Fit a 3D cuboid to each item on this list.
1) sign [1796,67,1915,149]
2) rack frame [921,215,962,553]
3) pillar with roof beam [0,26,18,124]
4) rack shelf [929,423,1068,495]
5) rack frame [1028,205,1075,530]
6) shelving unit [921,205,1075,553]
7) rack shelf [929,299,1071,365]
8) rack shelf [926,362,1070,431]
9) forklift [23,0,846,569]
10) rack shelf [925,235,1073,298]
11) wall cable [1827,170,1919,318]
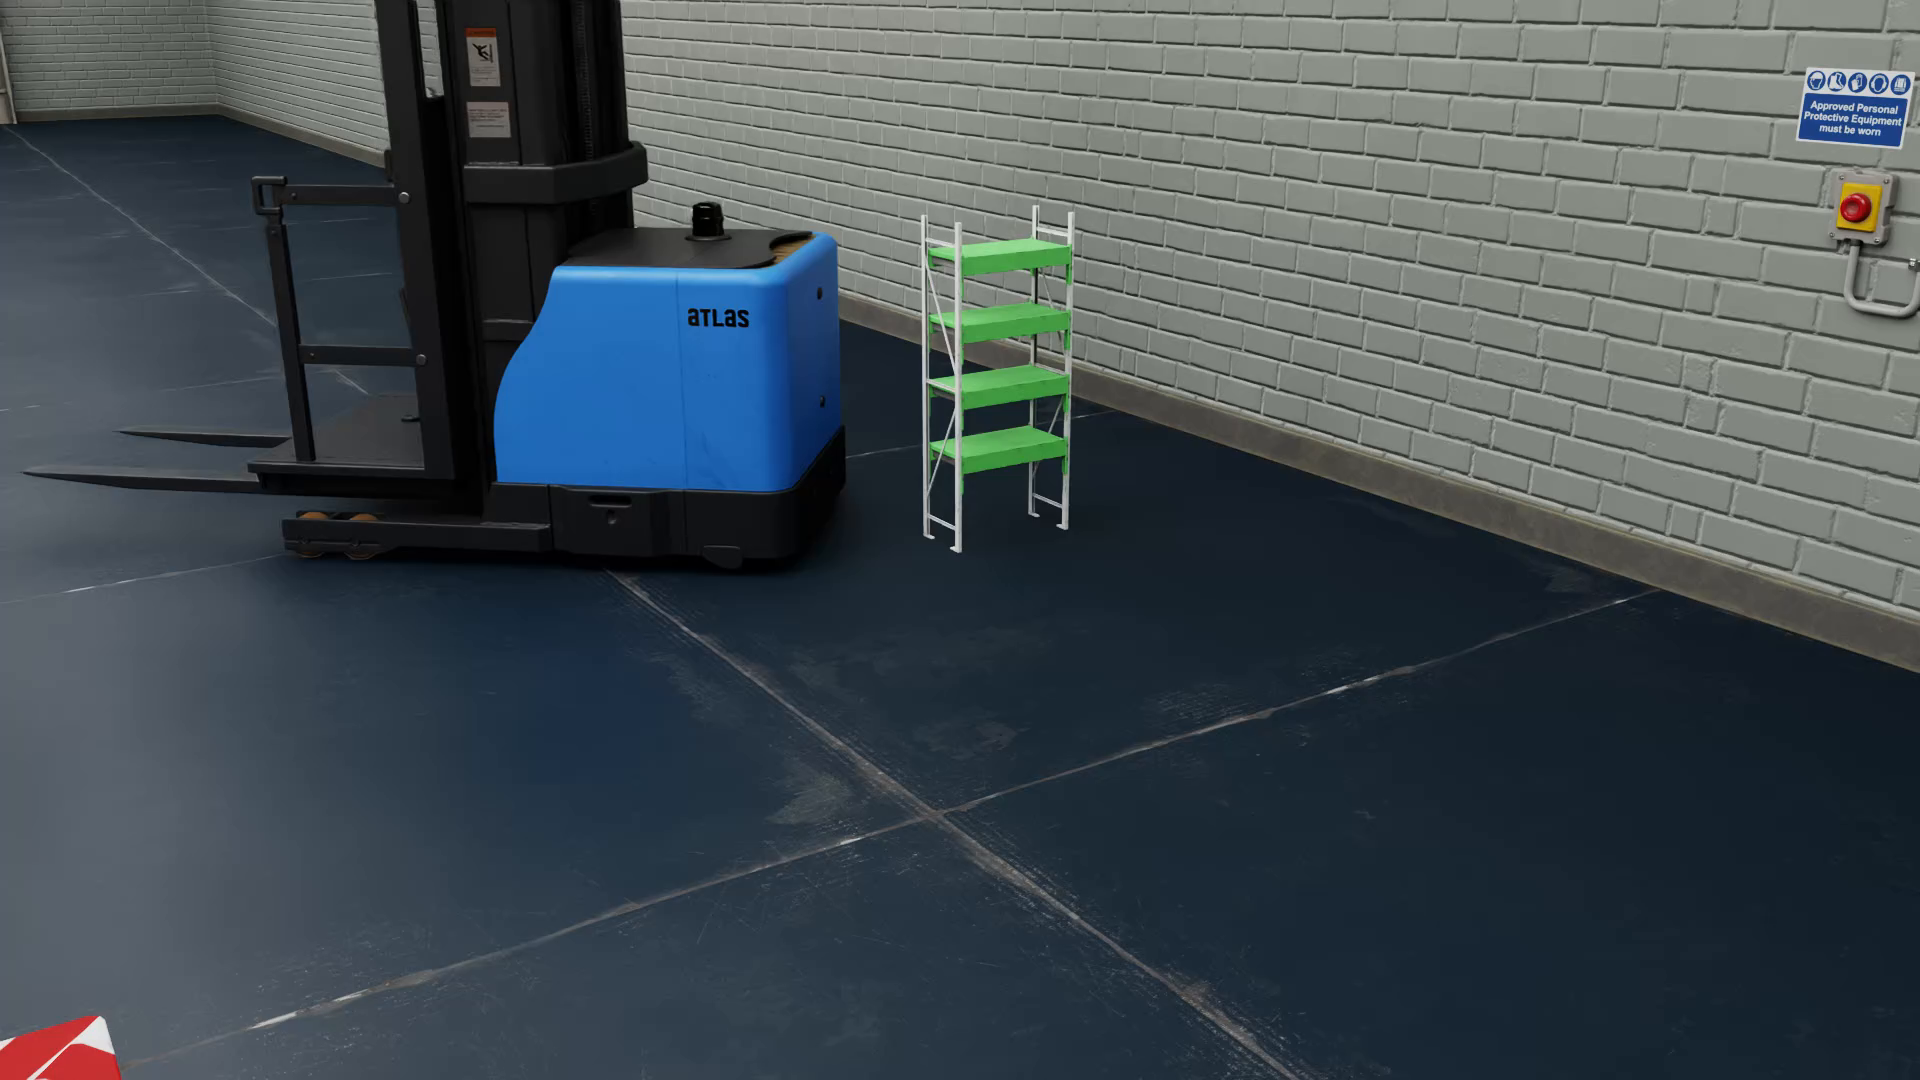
[{"bbox_3d":[2.653,-1.284,4.938,0.001,0.218,0.327,-12,22,-31],"label":"sign"},{"bbox_3d":[-0.066,-0.555,6.012,0.015,1.200,0.240,-12,22,-31],"label":"rack frame"},{"bbox_3d":[-11.544,-9.156,19.277,0.400,9.000,9.100,-12,22,-31],"label":"pillar with roof beam"},{"bbox_3d":[0.138,-0.310,6.236,0.480,0.148,0.258,-12,22,-31],"label":"rack shelf"},{"bbox_3d":[0.342,-0.641,6.266,0.015,1.200,0.240,-12,22,-31],"label":"rack frame"},{"bbox_3d":[0.138,-0.598,6.139,0.503,1.200,0.258,-12,22,-31],"label":"shelving unit"},{"bbox_3d":[0.138,-0.764,6.082,0.480,0.148,0.258,-12,22,-31],"label":"rack shelf"},{"bbox_3d":[0.138,-0.537,6.159,0.480,0.148,0.258,-12,22,-31],"label":"rack shelf"},{"bbox_3d":[-2.017,-1.478,6.040,3.031,2.935,1.130,2,19,7],"label":"forklift"},{"bbox_3d":[0.138,-0.992,6.006,0.480,0.148,0.258,-12,22,-31],"label":"rack shelf"},{"bbox_3d":[2.629,-1.629,4.743,0.123,1.953,0.585,-12,22,-31],"label":"wall cable"}]
